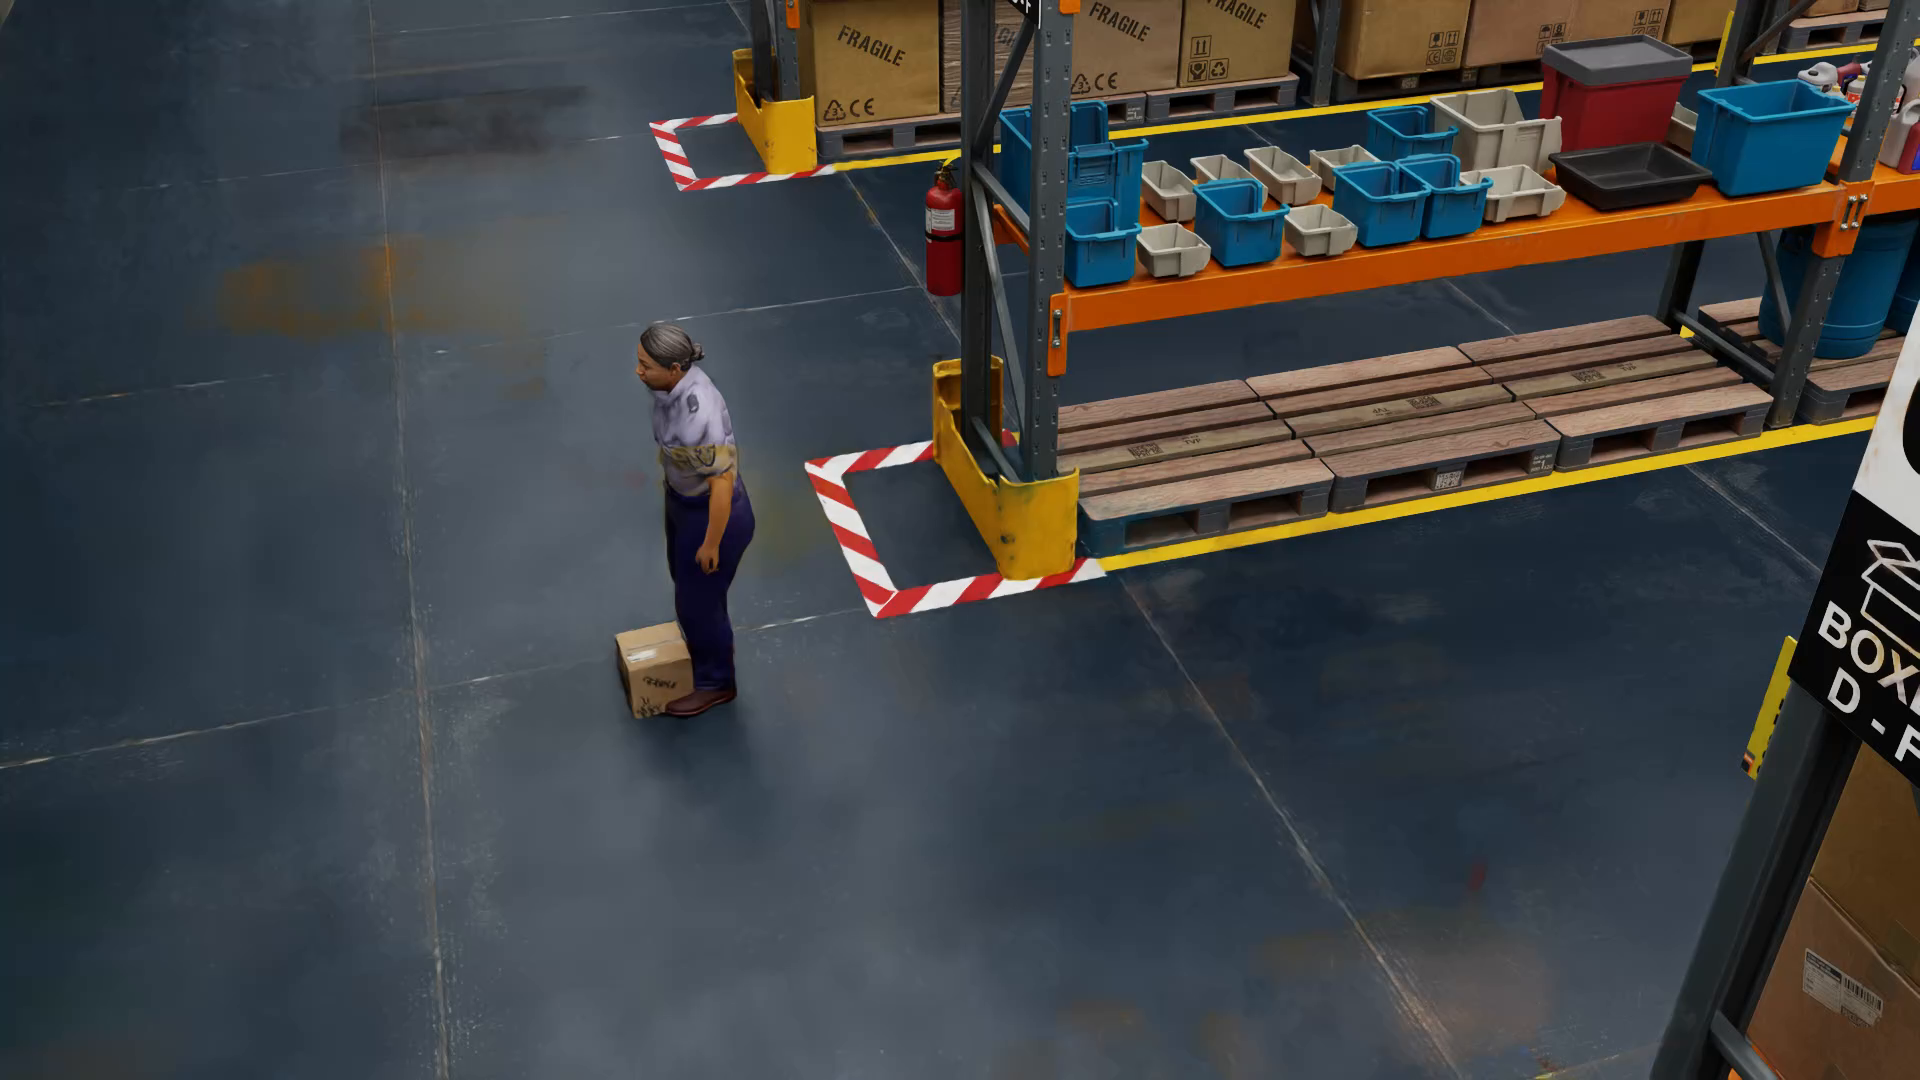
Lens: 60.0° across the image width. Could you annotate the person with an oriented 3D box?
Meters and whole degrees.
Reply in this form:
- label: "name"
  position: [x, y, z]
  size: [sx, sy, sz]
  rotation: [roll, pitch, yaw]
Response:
- label: "person"
  position: [-1.014, -0.098, 6.295]
  size: [0.427, 1.651, 0.562]
  rotation: [-12, 36, -18]
